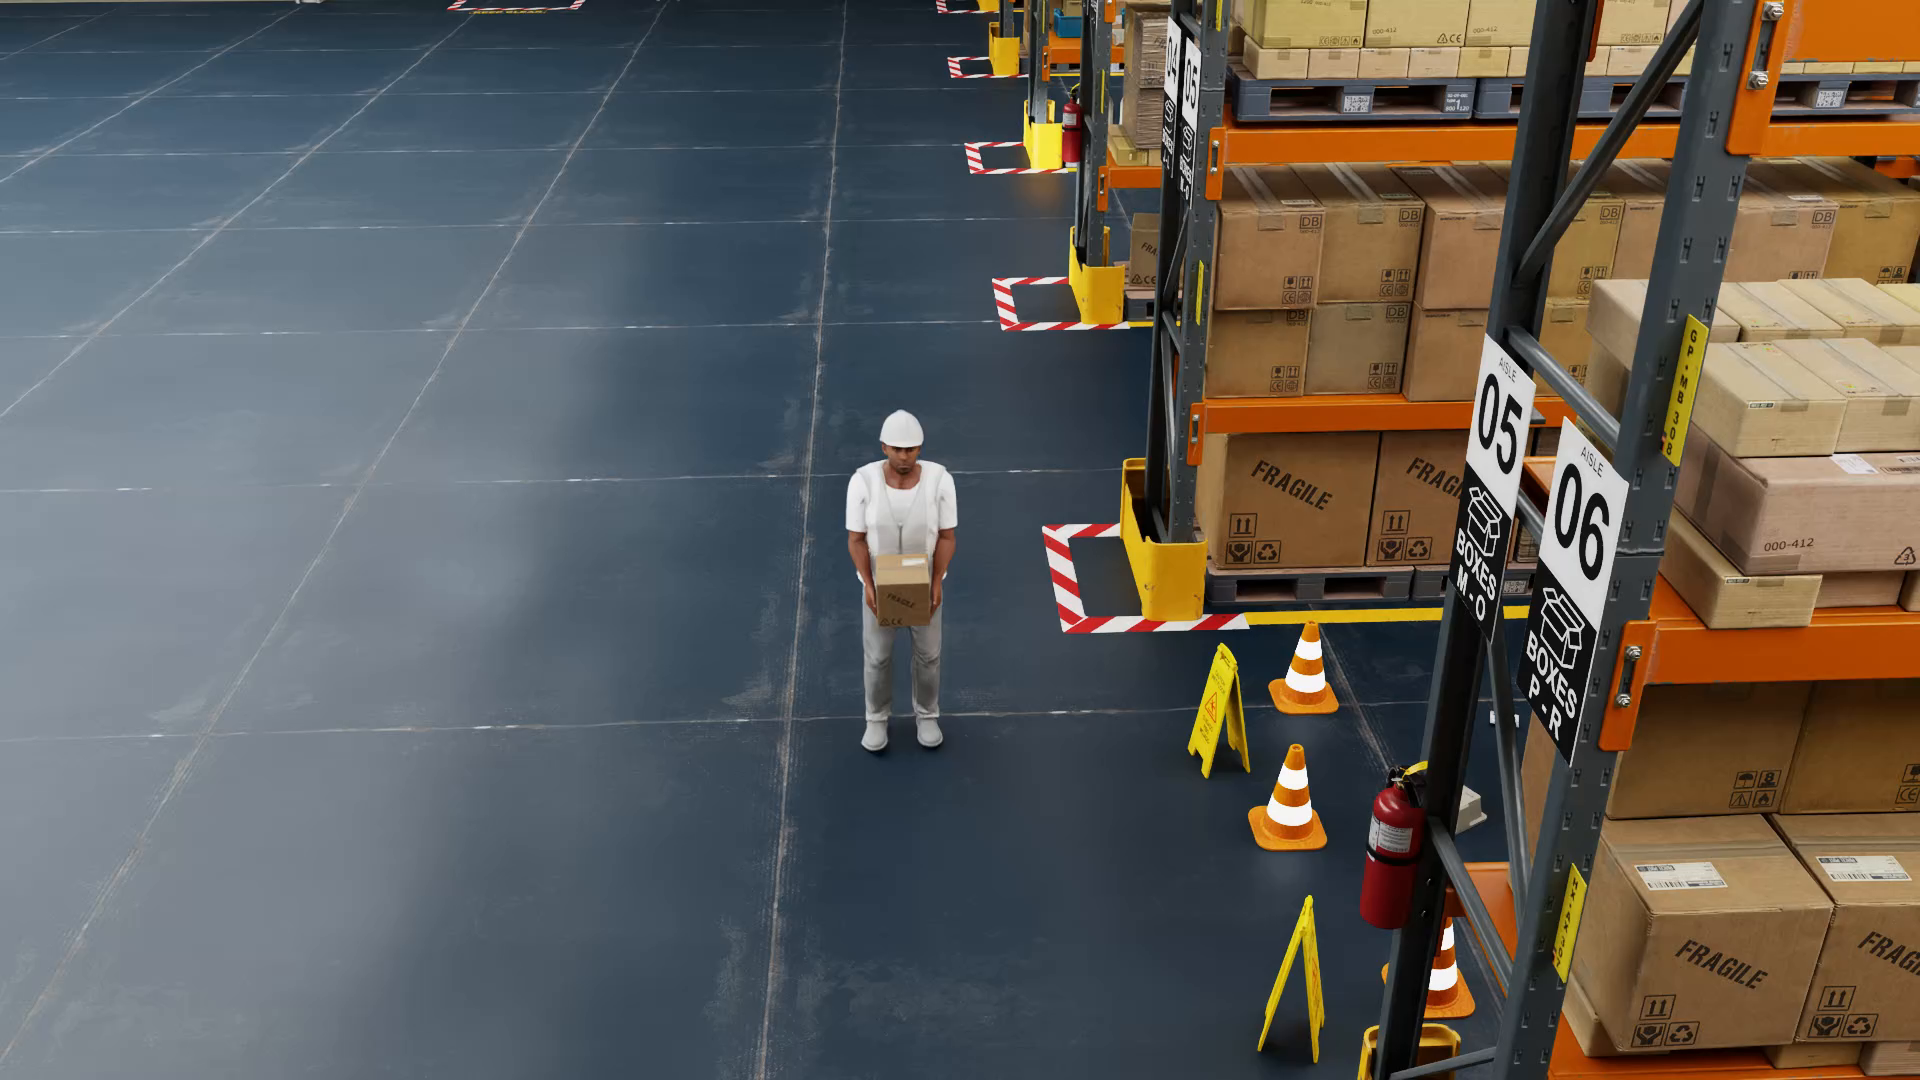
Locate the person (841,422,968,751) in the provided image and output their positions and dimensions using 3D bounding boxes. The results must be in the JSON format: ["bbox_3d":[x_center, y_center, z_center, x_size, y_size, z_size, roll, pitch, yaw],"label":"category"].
[{"bbox_3d":[-0.269,0.220,8.181,0.628,1.755,0.461,-3,28,-5],"label":"person"}]
